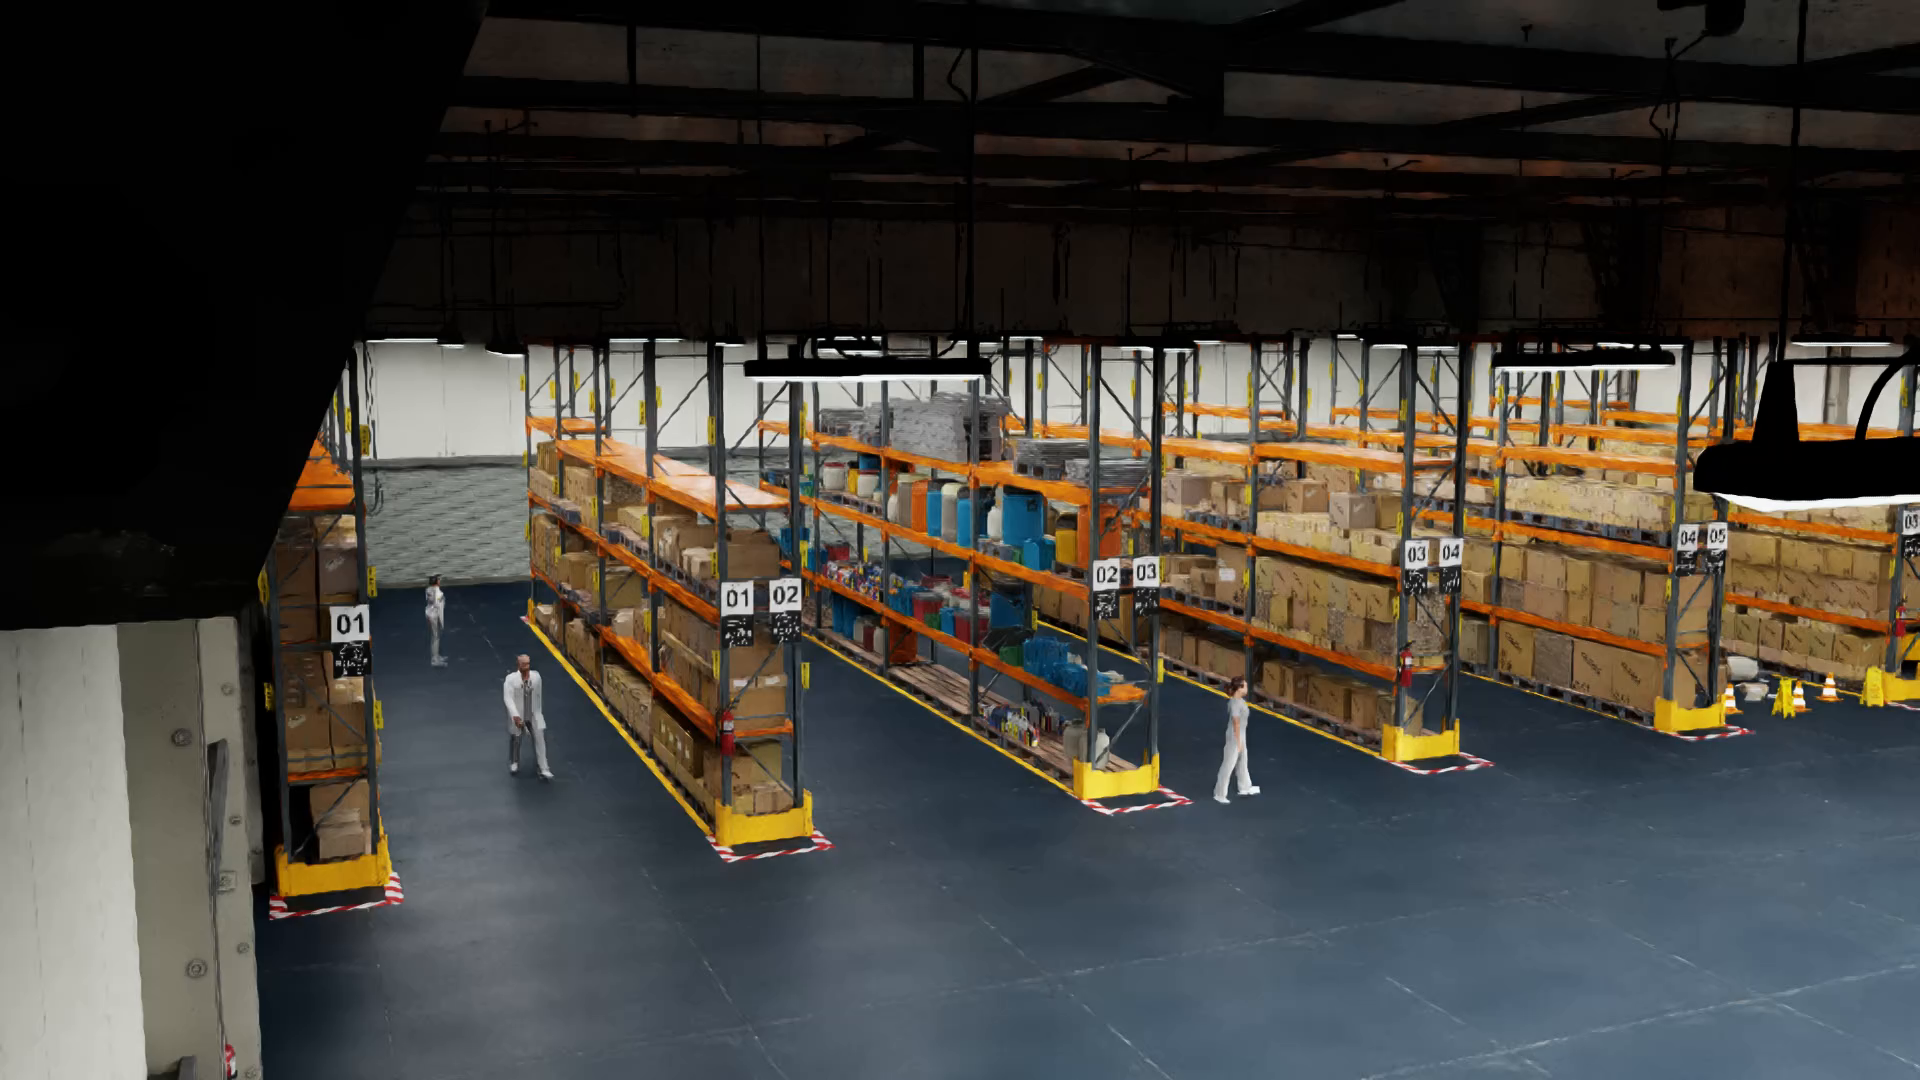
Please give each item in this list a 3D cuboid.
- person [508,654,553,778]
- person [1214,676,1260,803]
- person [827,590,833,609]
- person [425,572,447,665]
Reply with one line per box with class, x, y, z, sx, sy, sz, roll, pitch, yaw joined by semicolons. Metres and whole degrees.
person;-6.008;2.419;22.967;0.543;1.715;1.103;-4;9;-30
person;3.653;2.592;21.898;0.565;1.658;0.687;2;8;15
person;-2.565;0.803;35.830;0.439;1.516;1.016;-5;9;-32
person;-9.596;1.432;30.546;0.433;1.681;0.537;-7;10;-42
